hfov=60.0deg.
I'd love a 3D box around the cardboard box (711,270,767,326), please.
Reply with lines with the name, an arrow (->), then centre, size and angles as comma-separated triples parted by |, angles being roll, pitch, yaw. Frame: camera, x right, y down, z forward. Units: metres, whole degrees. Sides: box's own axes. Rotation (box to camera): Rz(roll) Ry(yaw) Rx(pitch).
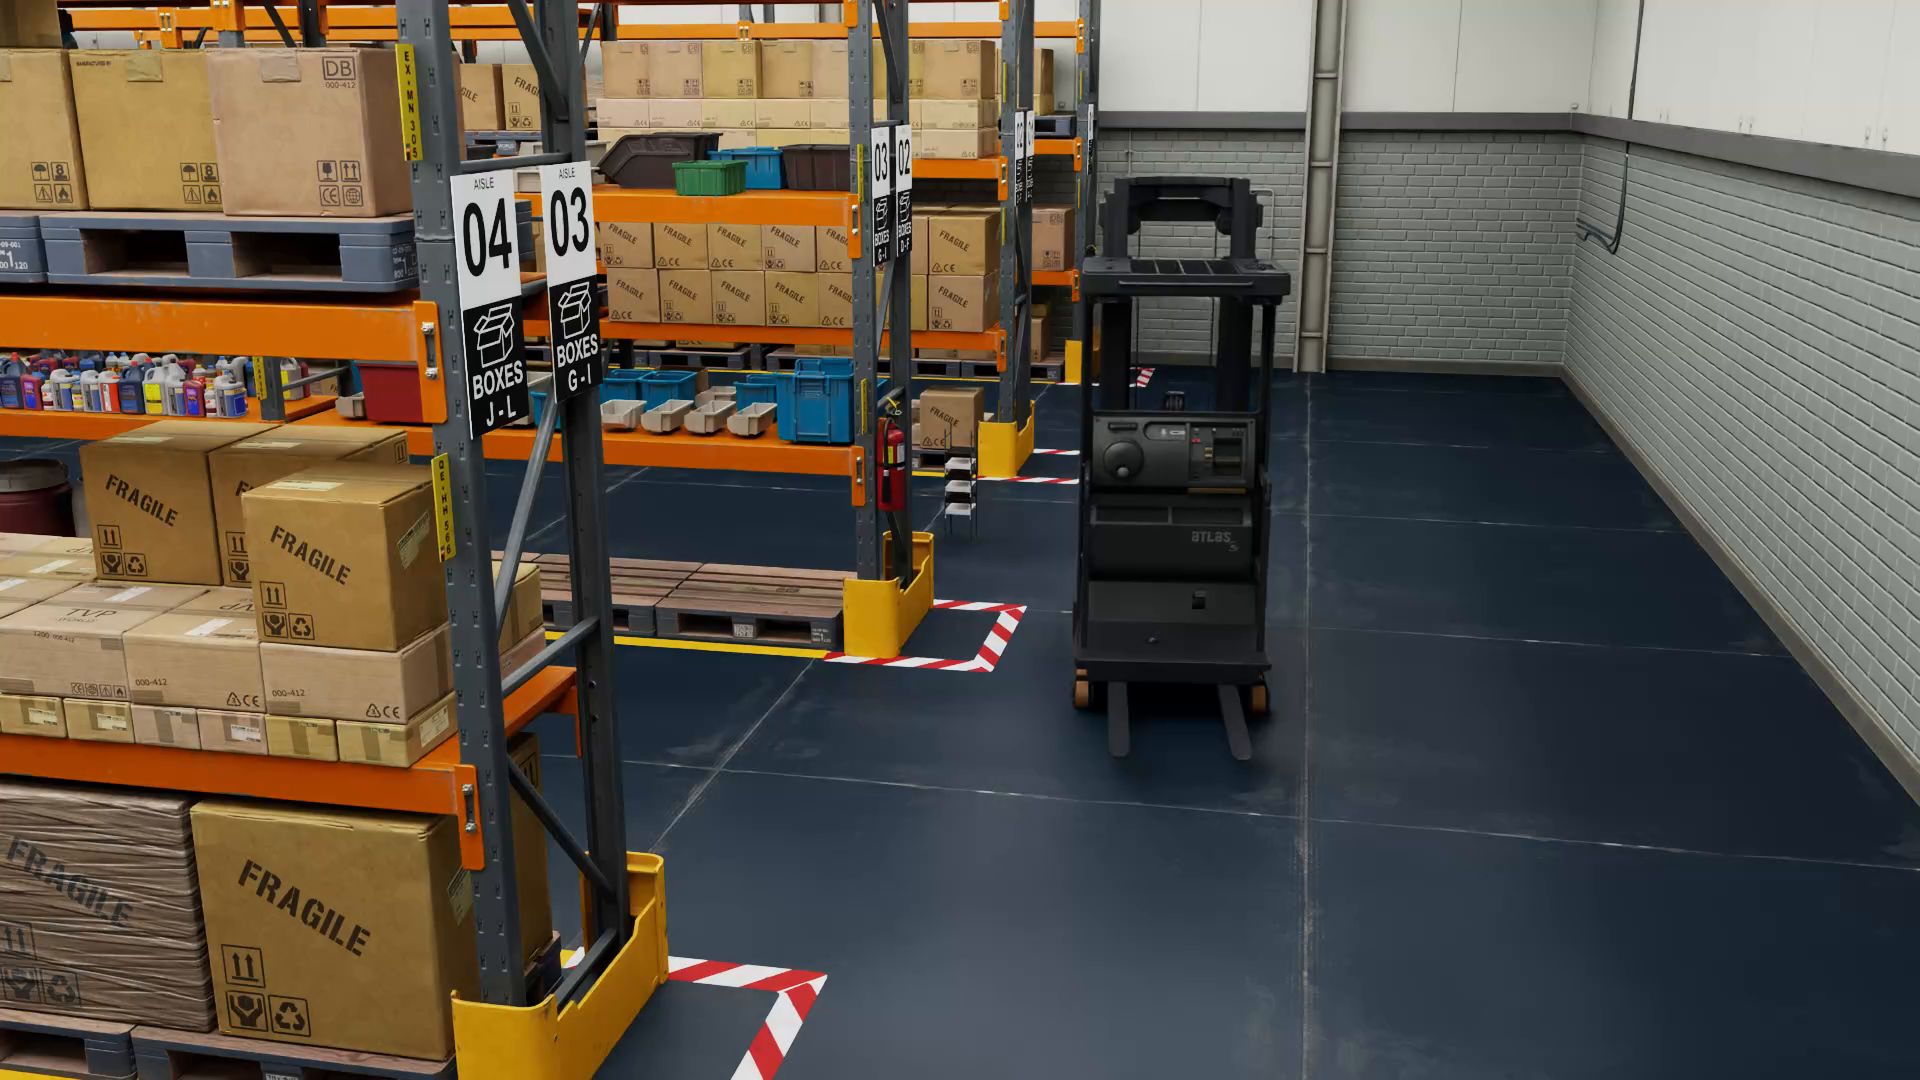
cardboard box -> -1.970, -2.269, 15.376 | 0.500, 0.500, 0.500 | 3, 16, 11

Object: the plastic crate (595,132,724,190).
plastic crate -> -1.921, -2.433, 10.654 | 0.767, 0.338, 0.504 | 3, 16, 11

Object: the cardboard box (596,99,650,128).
cardboard box -> -2.981, -3.896, 15.163 | 0.500, 0.250, 0.500 | 3, 16, 11

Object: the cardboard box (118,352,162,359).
cardboard box -> -8.400, -1.722, 16.904 | 0.500, 0.311, 0.500 | 3, 16, 10

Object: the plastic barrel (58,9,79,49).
plastic barrel -> -6.101, -3.017, 10.921 | 0.708, 0.901, 0.600 | 3, 16, 11

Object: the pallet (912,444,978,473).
pallet -> -0.344, -0.862, 15.709 | 1.213, 0.211, 1.003 | 3, 16, 11

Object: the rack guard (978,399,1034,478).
rack guard -> 0.438, -0.959, 15.519 | 0.348, 0.500, 1.175 | 3, 16, 11

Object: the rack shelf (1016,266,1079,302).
rack shelf -> -0.464, -3.216, 20.329 | 4.000, 0.370, 1.077 | 3, 16, 11

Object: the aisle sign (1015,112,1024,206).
aisle sign -> 0.518, -3.329, 14.521 | 0.004, 0.787, 0.394 | 3, 16, 11

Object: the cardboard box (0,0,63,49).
cardboard box -> -3.443, -1.784, 5.630 | 0.500, 0.250, 0.500 | 3, 16, 9

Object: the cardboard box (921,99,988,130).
cardboard box -> -0.042, -3.735, 14.581 | 0.500, 0.250, 0.500 | 3, 16, 11

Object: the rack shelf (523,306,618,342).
rack shelf -> -5.368, -2.132, 16.419 | 4.000, 0.370, 1.077 | 3, 16, 11

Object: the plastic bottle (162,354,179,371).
plastic bottle -> -5.684, -1.191, 11.904 | 0.135, 0.276, 0.152 | 3, 16, 11

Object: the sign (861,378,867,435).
sign -> -0.572, -0.798, 9.949 | 0.005, 0.325, 0.100 | 3, 16, 11

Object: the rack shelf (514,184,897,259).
rack shelf -> -2.439, -2.070, 10.573 | 4.000, 0.370, 1.077 | 3, 16, 11

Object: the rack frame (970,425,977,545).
rack frame -> 0.108, -0.428, 12.851 | 0.006, 0.900, 0.240 | 3, 16, 11

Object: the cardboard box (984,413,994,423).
cardboard box -> 0.170, -1.110, 15.897 | 0.250, 0.149, 0.380 | 3, 16, 11

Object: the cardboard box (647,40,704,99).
cardboard box -> -2.462, -4.269, 15.104 | 0.500, 0.500, 0.700 | 3, 16, 11

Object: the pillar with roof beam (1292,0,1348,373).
pillar with roof beam -> 3.456, -5.304, 15.281 | 0.400, 9.000, 9.100 | 3, 16, 11

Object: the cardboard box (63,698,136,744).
cardboard box -> -2.881, 0.566, 5.801 | 0.250, 0.149, 0.380 | 3, 16, 10

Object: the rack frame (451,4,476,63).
rack frame -> -6.344, -6.773, 20.585 | 0.127, 3.000, 1.000 | 3, 16, 11

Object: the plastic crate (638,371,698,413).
plastic crate -> -1.945, -0.982, 11.119 | 0.300, 0.233, 0.416 | 3, 16, 11

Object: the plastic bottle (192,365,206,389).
plastic bottle -> -5.434, -1.149, 11.892 | 0.097, 0.201, 0.097 | 0, 15, 0

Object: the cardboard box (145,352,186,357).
cardboard box -> -8.299, -1.863, 17.414 | 0.500, 0.311, 0.500 | 3, 16, 10

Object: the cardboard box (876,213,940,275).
cardboard box -> -0.474, -2.668, 14.946 | 0.500, 0.500, 0.500 | 4, 16, 13

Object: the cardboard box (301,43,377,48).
cardboard box -> -5.902, -4.482, 15.874 | 0.500, 0.500, 0.500 | 3, 16, 11

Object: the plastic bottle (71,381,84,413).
plastic bottle -> -5.952, -0.970, 11.248 | 0.097, 0.201, 0.097 | 0, 15, 0

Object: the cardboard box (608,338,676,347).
cardboard box -> -3.959, -2.882, 21.018 | 0.750, 0.750, 0.750 | 4, 16, 13

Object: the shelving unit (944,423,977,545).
shelving unit -> 0.008, -0.433, 12.870 | 0.210, 0.900, 0.258 | 3, 16, 11

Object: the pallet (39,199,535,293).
pallet -> -2.195, -1.008, 5.560 | 1.213, 0.211, 1.003 | 3, 16, 11

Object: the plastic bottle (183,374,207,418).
plastic bottle -> -5.085, -0.958, 11.049 | 0.133, 0.283, 0.061 | 3, 16, 11

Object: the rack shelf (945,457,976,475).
rack shelf -> 0.008, -0.575, 12.831 | 0.200, 0.077, 0.258 | 3, 16, 11

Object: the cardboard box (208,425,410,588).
cardboard box -> -2.372, -0.124, 6.139 | 0.500, 0.500, 0.500 | 3, 16, 10

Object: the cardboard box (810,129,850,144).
cardboard box -> -1.024, -3.544, 14.830 | 0.500, 0.250, 0.500 | 3, 16, 11

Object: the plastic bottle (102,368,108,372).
plastic bottle -> -5.827, -1.039, 11.363 | 0.097, 0.271, 0.097 | 0, 15, 0

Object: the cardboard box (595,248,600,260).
cardboard box -> -4.562, -3.613, 20.850 | 0.250, 0.149, 0.380 | 3, 16, 11

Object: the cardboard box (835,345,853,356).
cardboard box -> -1.220, -2.572, 20.555 | 0.500, 0.500, 0.700 | 3, 16, 11

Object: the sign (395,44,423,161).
sign -> -1.587, -1.262, 4.798 | 0.005, 0.325, 0.100 | 3, 16, 11

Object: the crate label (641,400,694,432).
crate label -> -1.873, -0.790, 10.606 | 0.243, 0.136, 0.396 | 3, 16, 11

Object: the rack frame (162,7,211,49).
rack frame -> -7.328, -5.477, 15.906 | 0.127, 3.000, 1.000 | 3, 16, 11

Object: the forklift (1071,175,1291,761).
forklift -> 1.218, -0.519, 9.375 | 1.130, 2.935, 3.031 | 1, 16, 4

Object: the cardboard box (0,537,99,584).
cardboard box -> -3.397, 0.184, 6.432 | 0.500, 0.250, 0.500 | 3, 16, 10

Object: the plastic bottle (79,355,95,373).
plastic bottle -> -6.238, -1.187, 11.899 | 0.097, 0.271, 0.097 | 0, 15, 0

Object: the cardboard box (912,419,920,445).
cardboard box -> -0.449, -1.016, 15.524 | 0.250, 0.166, 0.380 | 3, 16, 11

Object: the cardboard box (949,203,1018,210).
cardboard box -> 0.279, -3.661, 20.027 | 0.700, 0.700, 0.980 | 3, 16, 11

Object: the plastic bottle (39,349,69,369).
plastic bottle -> -6.569, -1.276, 12.072 | 0.185, 0.351, 0.144 | 3, 16, 11

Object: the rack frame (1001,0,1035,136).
rack frame -> 0.512, -5.051, 14.369 | 0.127, 3.000, 1.000 | 3, 16, 11

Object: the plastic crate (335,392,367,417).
plastic crate -> -3.971, -0.917, 11.064 | 0.243, 0.136, 0.396 | 3, 16, 11

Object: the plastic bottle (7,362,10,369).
plastic bottle -> -6.929, -1.230, 12.185 | 0.097, 0.201, 0.097 | 0, 15, 0

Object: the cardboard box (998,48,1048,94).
cardboard box -> 0.724, -5.409, 19.182 | 0.500, 0.500, 0.500 | 3, 16, 11
